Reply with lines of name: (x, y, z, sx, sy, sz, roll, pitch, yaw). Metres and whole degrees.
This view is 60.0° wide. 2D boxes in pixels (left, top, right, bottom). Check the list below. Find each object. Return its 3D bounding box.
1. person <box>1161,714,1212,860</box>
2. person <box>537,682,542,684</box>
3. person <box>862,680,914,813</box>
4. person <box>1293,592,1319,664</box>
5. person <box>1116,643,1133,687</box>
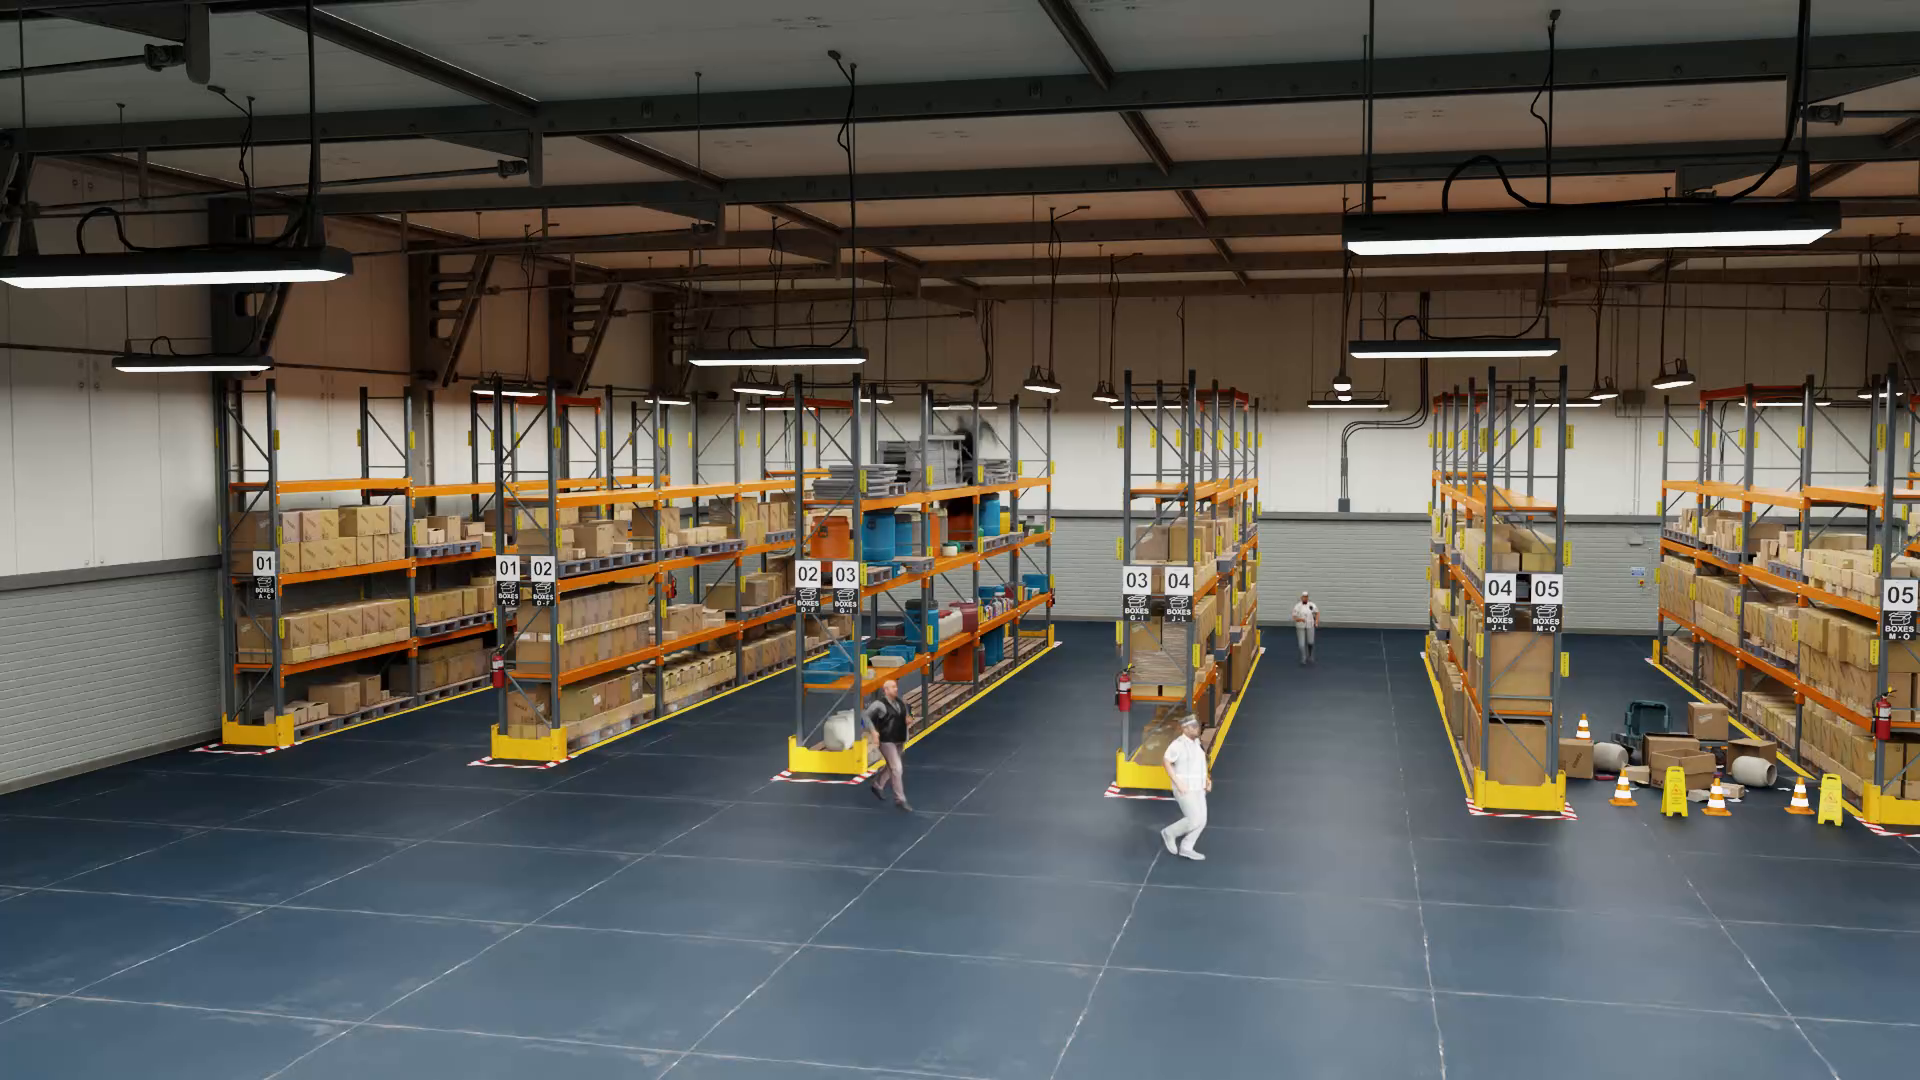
person: (2.709, 2.941, 19.893, 0.549, 1.749, 0.672, 3, 4, 40)
person: (-7.647, 2.352, 30.477, 0.602, 1.619, 0.730, 1, 4, 12)
person: (-0.931, 2.767, 22.563, 0.921, 1.735, 0.644, 3, 4, 40)
person: (7.702, 1.962, 37.022, 0.585, 1.622, 0.591, 1, 3, 11)
person: (3.319, 2.253, 32.278, 0.582, 1.660, 0.578, 0, 3, 8)
